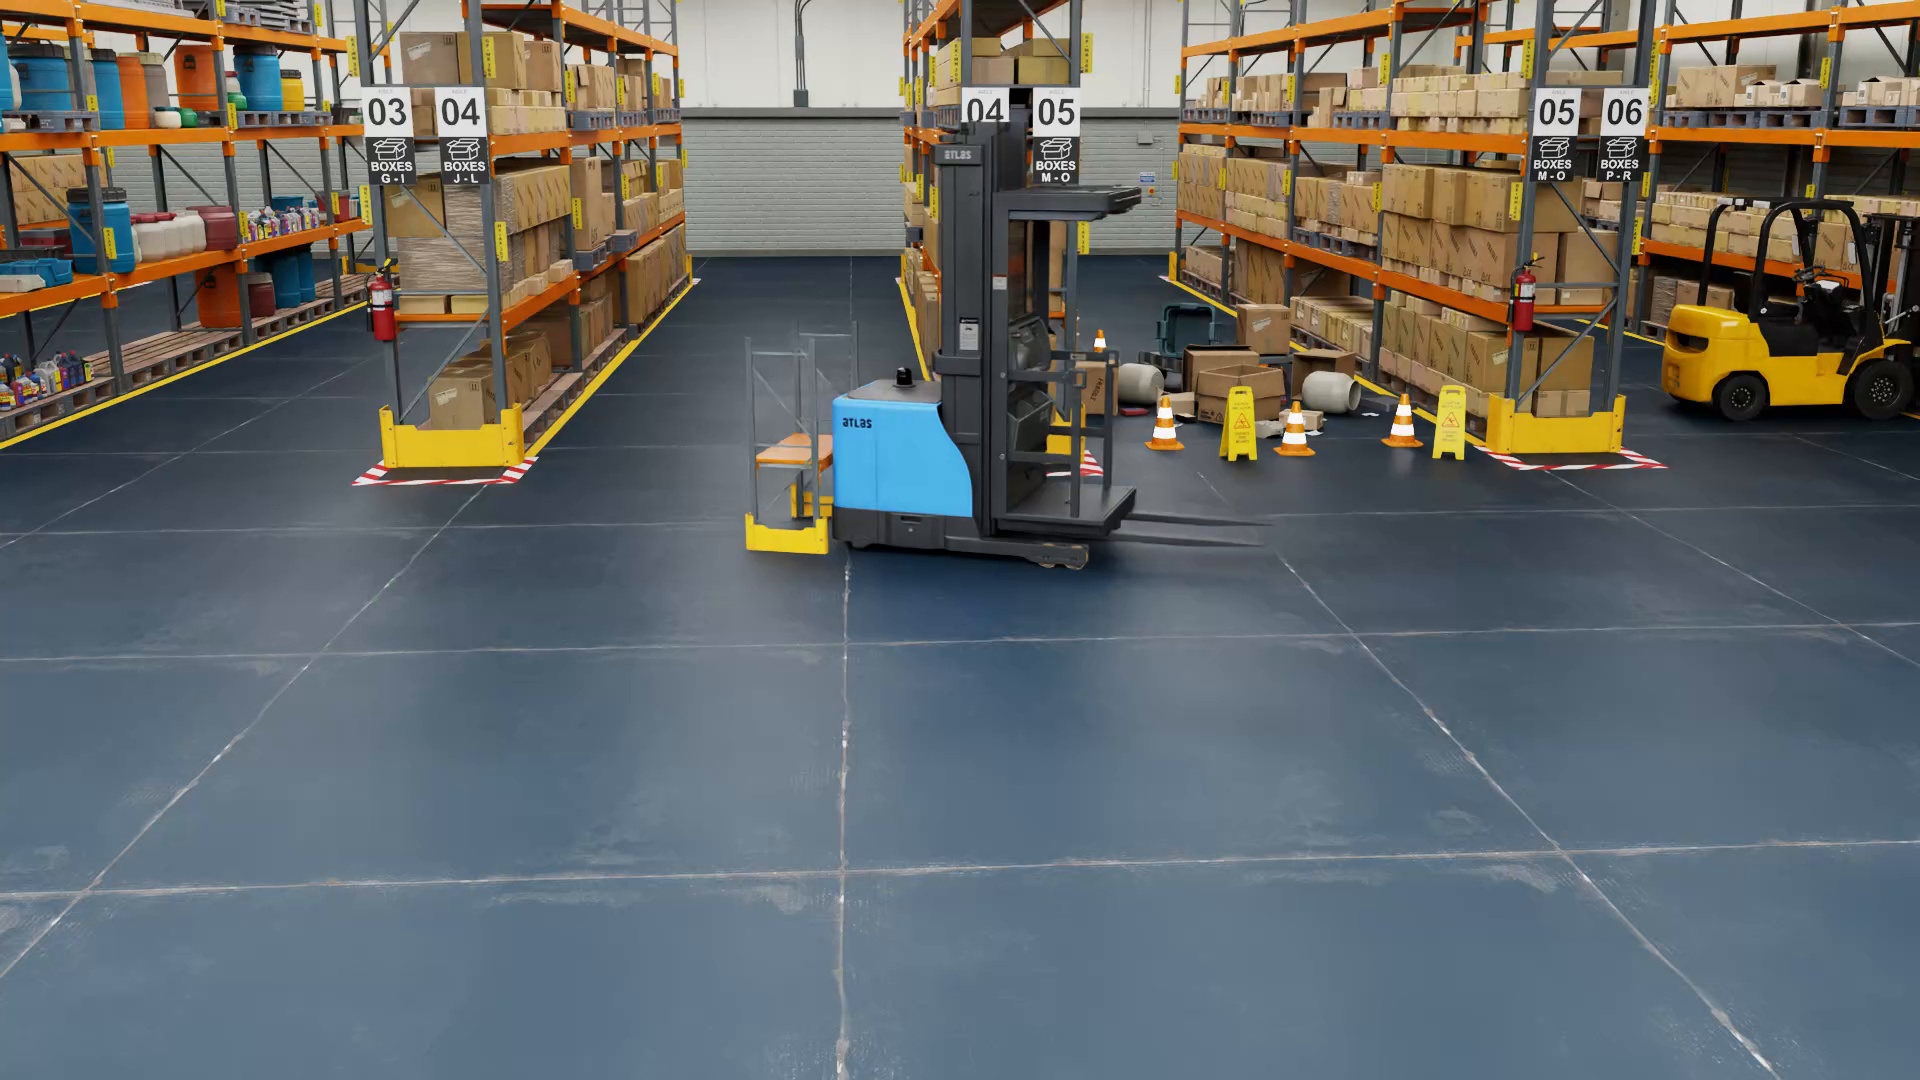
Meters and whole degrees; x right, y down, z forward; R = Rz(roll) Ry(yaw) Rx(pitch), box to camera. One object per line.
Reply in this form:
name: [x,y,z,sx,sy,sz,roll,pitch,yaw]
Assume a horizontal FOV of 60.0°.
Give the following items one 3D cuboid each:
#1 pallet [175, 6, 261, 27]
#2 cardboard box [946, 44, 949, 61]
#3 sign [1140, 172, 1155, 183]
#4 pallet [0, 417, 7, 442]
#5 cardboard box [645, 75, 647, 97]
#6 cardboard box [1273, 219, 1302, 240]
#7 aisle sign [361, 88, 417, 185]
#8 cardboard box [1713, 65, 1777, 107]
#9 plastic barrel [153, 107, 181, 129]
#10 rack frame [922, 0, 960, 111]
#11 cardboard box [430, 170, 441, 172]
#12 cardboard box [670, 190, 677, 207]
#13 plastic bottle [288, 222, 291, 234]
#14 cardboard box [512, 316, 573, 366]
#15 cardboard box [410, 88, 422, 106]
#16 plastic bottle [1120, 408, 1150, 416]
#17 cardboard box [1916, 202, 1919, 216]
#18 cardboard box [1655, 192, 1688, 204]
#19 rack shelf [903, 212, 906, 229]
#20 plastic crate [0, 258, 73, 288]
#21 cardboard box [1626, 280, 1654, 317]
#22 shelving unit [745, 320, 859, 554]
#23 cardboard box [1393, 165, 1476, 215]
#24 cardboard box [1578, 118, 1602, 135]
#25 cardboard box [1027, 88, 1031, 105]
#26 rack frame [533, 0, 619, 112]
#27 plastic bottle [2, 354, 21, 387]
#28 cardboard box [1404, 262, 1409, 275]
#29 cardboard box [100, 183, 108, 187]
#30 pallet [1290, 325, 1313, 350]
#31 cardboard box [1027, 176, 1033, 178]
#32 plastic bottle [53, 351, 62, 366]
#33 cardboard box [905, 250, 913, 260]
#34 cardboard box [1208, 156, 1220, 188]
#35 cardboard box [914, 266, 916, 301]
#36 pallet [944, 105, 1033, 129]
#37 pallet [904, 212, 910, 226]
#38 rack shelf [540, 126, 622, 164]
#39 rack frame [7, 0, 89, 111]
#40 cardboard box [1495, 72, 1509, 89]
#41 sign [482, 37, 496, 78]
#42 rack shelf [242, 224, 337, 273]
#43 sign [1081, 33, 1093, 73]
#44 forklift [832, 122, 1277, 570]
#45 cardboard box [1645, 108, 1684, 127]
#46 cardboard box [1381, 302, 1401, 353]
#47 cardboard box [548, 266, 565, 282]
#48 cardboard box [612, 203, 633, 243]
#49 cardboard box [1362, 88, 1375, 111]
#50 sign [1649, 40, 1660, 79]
pallet: [-9.901,-6.827,21.682,1.213,0.211,1.003,-1,14,-3]
cardboard box: [0.071,-4.529,15.449,0.380,0.149,0.250,-1,14,-4]
sign: [4.027,-7.793,35.753,0.327,0.218,0.001,-1,14,-3]
pallet: [-9.488,-0.907,15.128,1.003,0.211,1.213,-1,14,-3]
cardboard box: [-5.328,-7.179,26.643,0.700,0.500,0.500,0,14,-1]
cardboard box: [4.657,-4.305,23.041,0.500,0.250,0.500,-1,14,-5]
aisle sign: [-4.743,-3.353,13.820,0.394,0.787,0.004,-1,14,-3]
cardboard box: [9.766,-5.650,20.701,0.500,0.500,0.500,-1,14,-2]
plastic barrel: [-9.575,-5.100,20.086,0.301,0.262,0.301,0,14,0]
rack frame: [0.013,-7.060,21.407,1.000,3.000,0.127,-1,14,-3]
cardboard box: [-4.816,-3.297,16.015,0.500,0.500,0.500,-1,14,-3]
cardboard box: [-5.081,-5.795,28.234,0.500,0.250,0.500,-1,14,-5]
plastic bottle: [-9.676,-4.497,23.882,0.097,0.201,0.097,0,14,0]
cardboard box: [-4.712,-2.264,18.940,0.700,0.500,0.500,-2,15,-8]
cardboard box: [-4.776,-3.751,14.067,0.380,0.149,0.250,-1,14,-3]
plastic bottle: [1.793,-1.311,16.999,0.283,0.061,0.133,-6,16,-23]
cardboard box: [10.065,-3.381,17.048,0.380,0.149,0.250,-1,14,-3]
cardboard box: [9.627,-4.613,22.431,0.380,0.149,0.250,0,14,-2]
rack shelf: [-0.358,-5.299,28.044,1.077,0.370,4.000,-1,14,-3]
plastic crate: [-9.299,-2.689,16.756,0.499,0.251,0.616,-1,14,-3]
cardboard box: [9.661,-3.428,23.505,0.500,0.500,0.500,0,14,-2]
shelving unit: [-1.110,-0.773,12.021,0.587,1.500,1.083,3,15,13]
cardboard box: [5.016,-3.698,17.575,0.700,0.500,0.500,-1,14,-3]
cardboard box: [5.747,-3.685,14.814,0.380,0.149,0.250,-1,14,-3]
cardboard box: [0.791,-3.902,14.611,0.380,0.149,0.250,-1,14,-3]
rack frame: [-4.943,-7.009,21.207,1.000,3.000,0.127,-1,14,-3]
plastic bottle: [-9.859,-1.757,17.270,0.144,0.351,0.185,-1,14,-3]
cardboard box: [5.009,-2.929,17.894,0.380,0.149,0.250,-1,14,-4]
cardboard box: [-15.027,-5.882,28.667,0.500,0.500,0.500,0,14,-2]
pallet: [4.995,-2.711,22.141,1.003,0.211,1.213,-1,14,-3]
cardboard box: [0.337,-3.260,16.209,0.875,0.550,0.500,-1,14,-3]
plastic bottle: [-9.455,-1.804,17.452,0.144,0.351,0.185,-1,14,-3]
cardboard box: [-0.764,-4.988,29.079,0.380,0.149,0.250,-1,14,-4]
cardboard box: [4.372,-6.023,27.209,0.500,0.500,0.500,-1,14,-4]
cardboard box: [-0.453,-3.954,25.550,0.500,0.500,0.500,0,14,-1]
pallet: [0.374,-4.063,15.957,1.003,0.211,1.213,-1,14,-3]
pallet: [-0.332,-4.864,25.297,1.003,0.211,1.213,-1,14,-3]
rack shelf: [-4.819,-4.710,19.737,1.077,0.370,4.000,-1,14,-3]
rack frame: [-9.639,-5.937,17.043,1.000,3.000,0.127,-1,14,-3]
cardboard box: [5.116,-4.191,15.181,0.380,0.149,0.250,-1,14,-4]
sign: [-3.906,-3.998,13.772,0.100,0.325,0.005,-1,14,-3]
rack shelf: [-10.011,-4.176,23.680,1.077,0.370,4.000,-1,14,-3]
sign: [1.063,-4.087,13.957,0.100,0.325,0.005,-1,14,-3]
forklift: [0.669,-1.363,11.441,3.031,2.935,1.130,5,15,17]
cardboard box: [9.628,-5.838,22.977,0.500,0.250,0.500,-1,14,-5]
cardboard box: [4.963,-2.346,18.293,0.500,0.500,0.500,0,14,-1]
cardboard box: [-4.300,-2.752,17.207,0.380,0.149,0.250,-1,14,-3]
cardboard box: [-4.702,-4.277,22.428,0.500,0.500,0.500,0,14,-2]
cardboard box: [4.988,-5.114,19.321,0.500,0.250,0.500,-1,14,-3]
sign: [5.985,-4.151,14.366,0.100,0.325,0.005,-1,14,-3]
